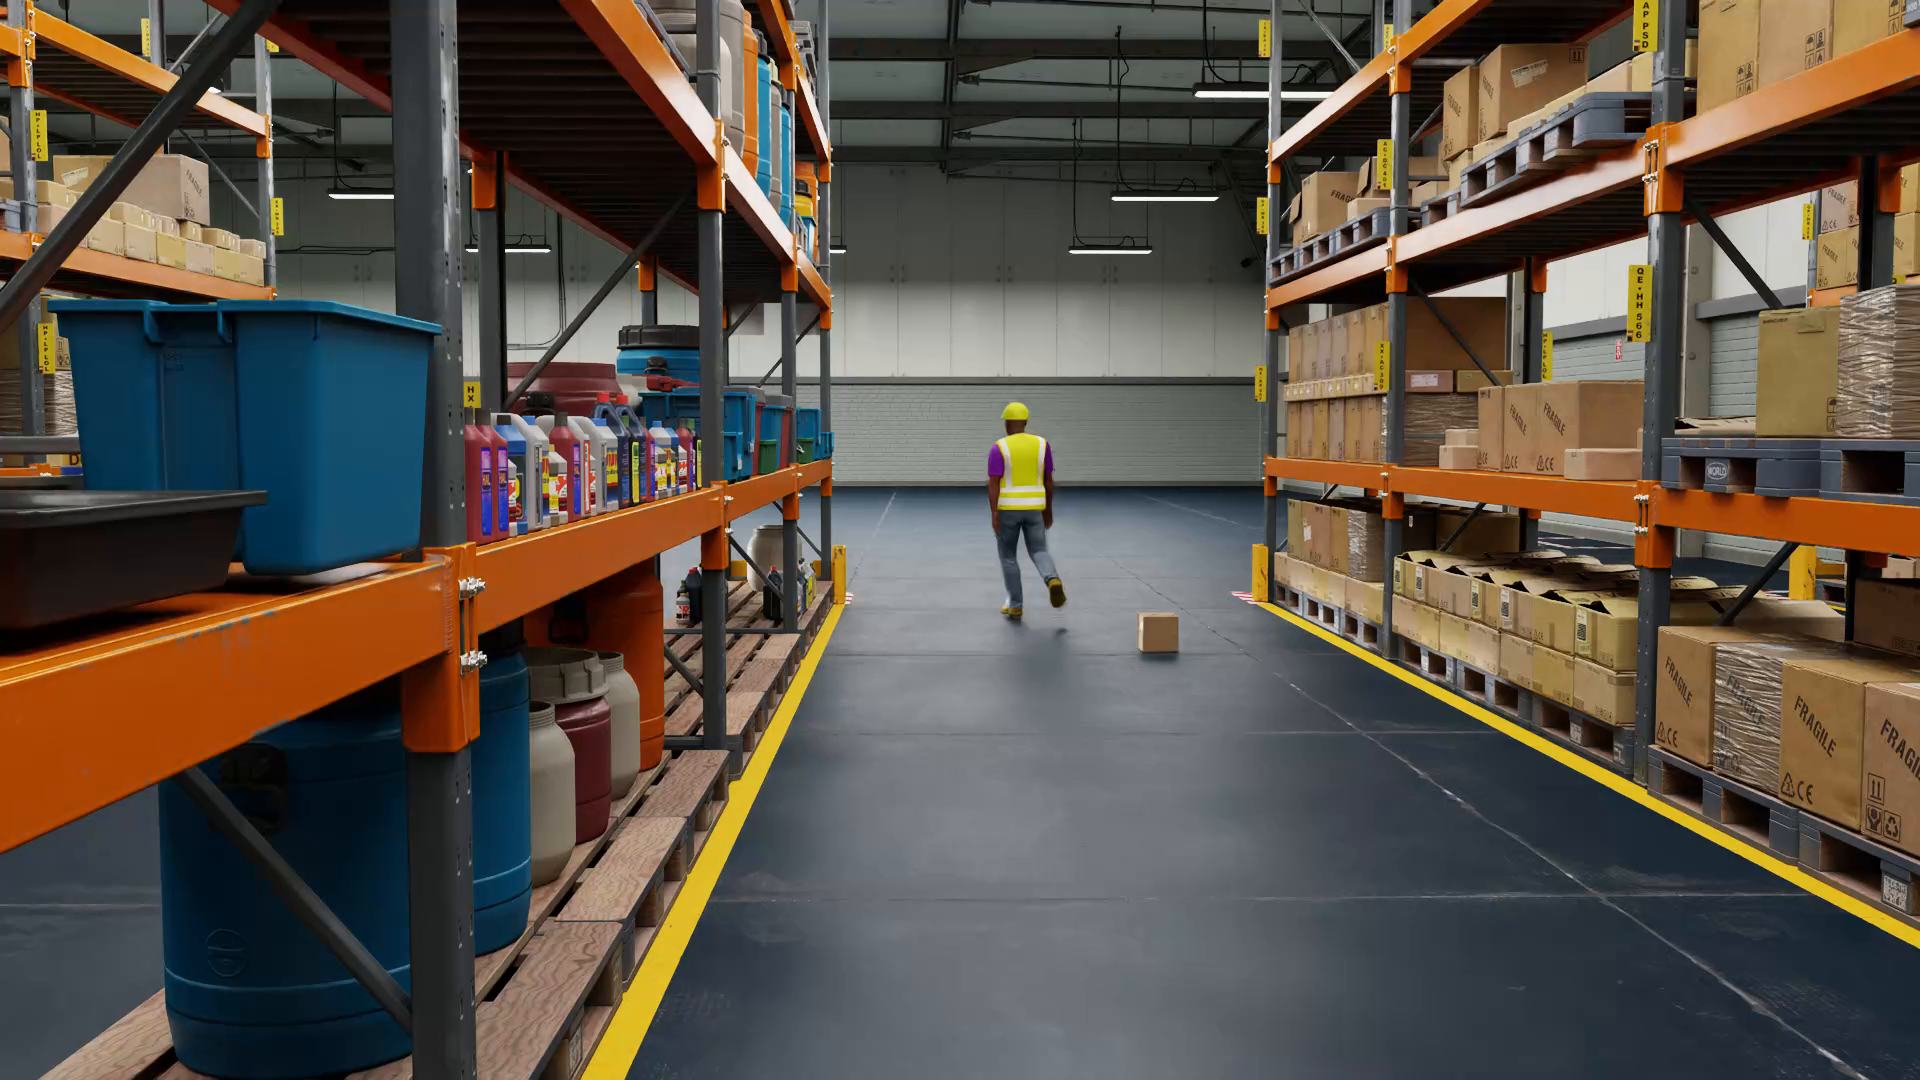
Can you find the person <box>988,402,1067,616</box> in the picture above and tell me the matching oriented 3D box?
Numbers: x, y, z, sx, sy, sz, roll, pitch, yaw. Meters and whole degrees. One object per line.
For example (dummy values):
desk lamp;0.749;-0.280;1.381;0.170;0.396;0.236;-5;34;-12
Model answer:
person;0.513;-0.243;13.520;0.600;1.750;0.774;-1;4;-19
